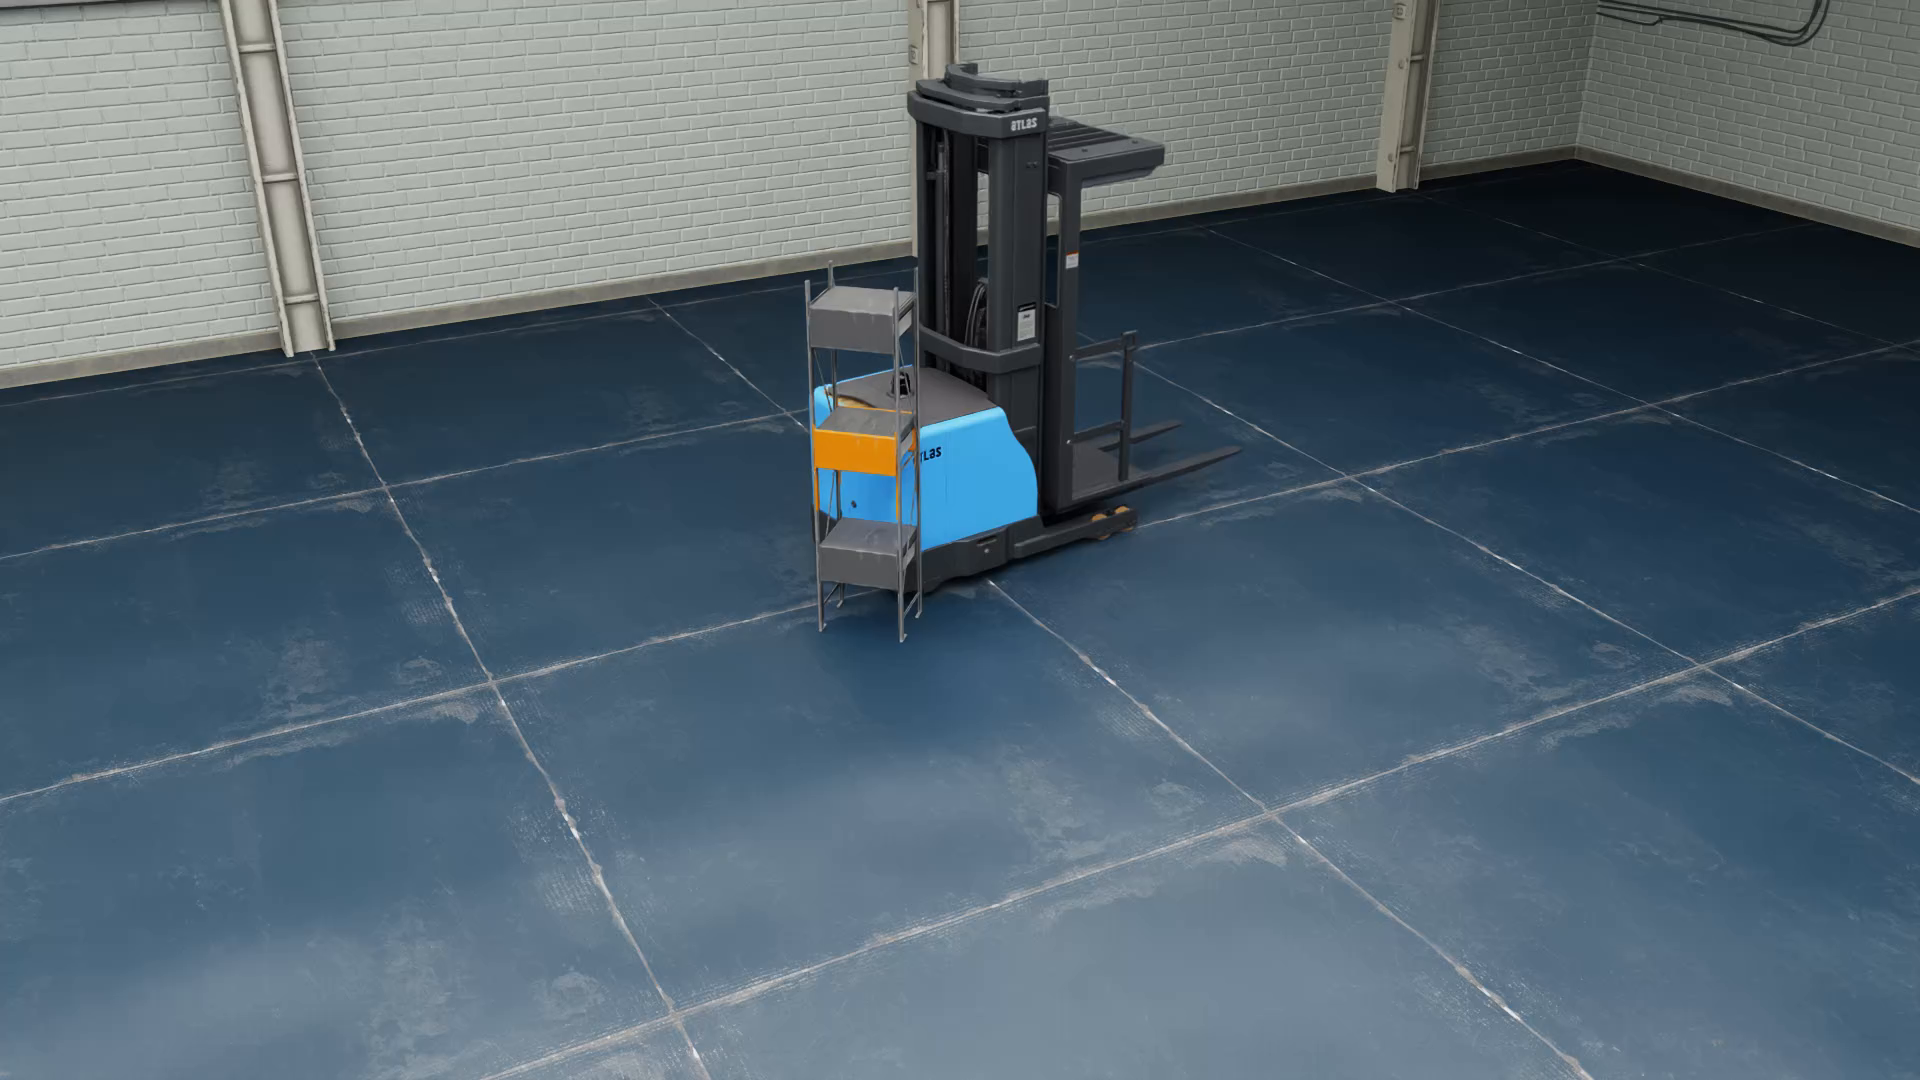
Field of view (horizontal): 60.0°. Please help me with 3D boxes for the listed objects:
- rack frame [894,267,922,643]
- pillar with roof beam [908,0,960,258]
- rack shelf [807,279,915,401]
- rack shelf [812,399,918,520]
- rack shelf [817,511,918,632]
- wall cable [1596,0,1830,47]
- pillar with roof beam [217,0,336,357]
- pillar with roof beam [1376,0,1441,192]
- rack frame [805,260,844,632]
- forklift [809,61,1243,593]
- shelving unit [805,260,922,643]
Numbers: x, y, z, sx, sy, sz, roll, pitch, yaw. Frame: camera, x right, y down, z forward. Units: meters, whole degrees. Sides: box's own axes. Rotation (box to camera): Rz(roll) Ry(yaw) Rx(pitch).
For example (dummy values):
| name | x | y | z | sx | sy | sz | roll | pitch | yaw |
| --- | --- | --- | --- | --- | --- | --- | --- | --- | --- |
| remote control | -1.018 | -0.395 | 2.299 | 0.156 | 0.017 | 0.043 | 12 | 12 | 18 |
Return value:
| name | x | y | z | sx | sy | sz | roll | pitch | yaw |
| --- | --- | --- | --- | --- | --- | --- | --- | --- | --- |
| rack frame | -0.284 | -0.440 | 9.240 | 0.015 | 2.100 | 0.400 | 7 | 26 | 14 |
| pillar with roof beam | 1.778 | -5.267 | 11.323 | 0.400 | 9.000 | 9.100 | -13 | 29 | -25 |
| rack shelf | -0.520 | -1.087 | 9.001 | 0.480 | 0.518 | 0.431 | 7 | 26 | 14 |
| rack shelf | -0.520 | -0.456 | 9.304 | 0.480 | 0.518 | 0.431 | 7 | 26 | 14 |
| rack shelf | -0.520 | 0.175 | 9.607 | 0.480 | 0.518 | 0.431 | 7 | 26 | 14 |
| wall cable | 8.268 | -6.828 | 18.163 | 0.112 | 2.526 | 3.097 | -13 | 29 | -25 |
| pillar with roof beam | -3.516 | -4.045 | 8.778 | 0.400 | 9.000 | 9.100 | -13 | 29 | -25 |
| pillar with roof beam | 7.072 | -6.489 | 13.868 | 0.400 | 9.000 | 9.100 | -13 | 29 | -25 |
| rack frame | -0.755 | -0.496 | 9.357 | 0.015 | 2.100 | 0.400 | 7 | 26 | 14 |
| forklift | 0.548 | -1.490 | 10.466 | 3.031 | 2.935 | 1.130 | -17 | 31 | -32 |
| shelving unit | -0.520 | -0.468 | 9.298 | 0.503 | 2.100 | 0.431 | 7 | 26 | 14 |
